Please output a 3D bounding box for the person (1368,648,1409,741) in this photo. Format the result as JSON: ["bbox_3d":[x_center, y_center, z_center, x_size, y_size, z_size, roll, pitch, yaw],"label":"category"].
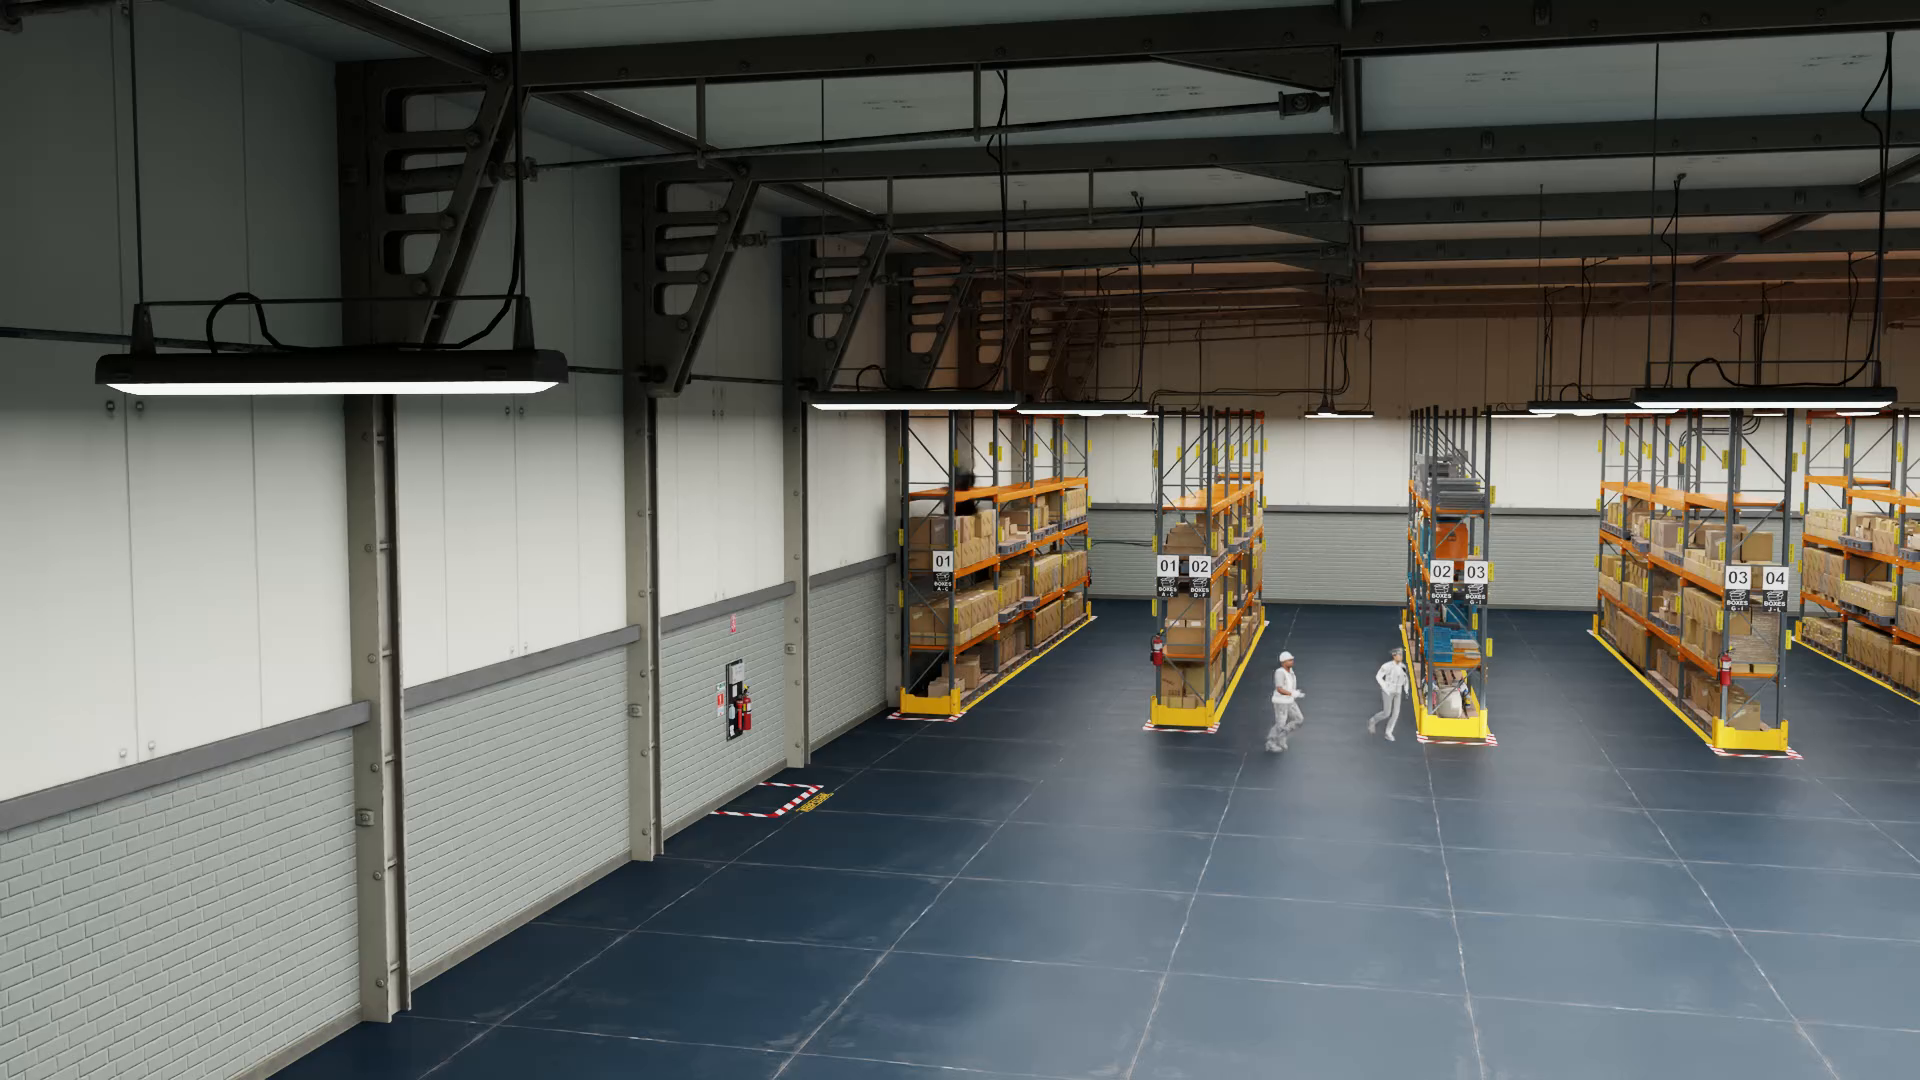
[{"bbox_3d":[7.813,2.748,30.020,0.673,1.644,0.657,-2,4,-20],"label":"person"}]

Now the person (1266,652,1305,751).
[{"bbox_3d":[5.628,2.781,28.596,0.738,1.734,0.667,3,5,37],"label":"person"}]
